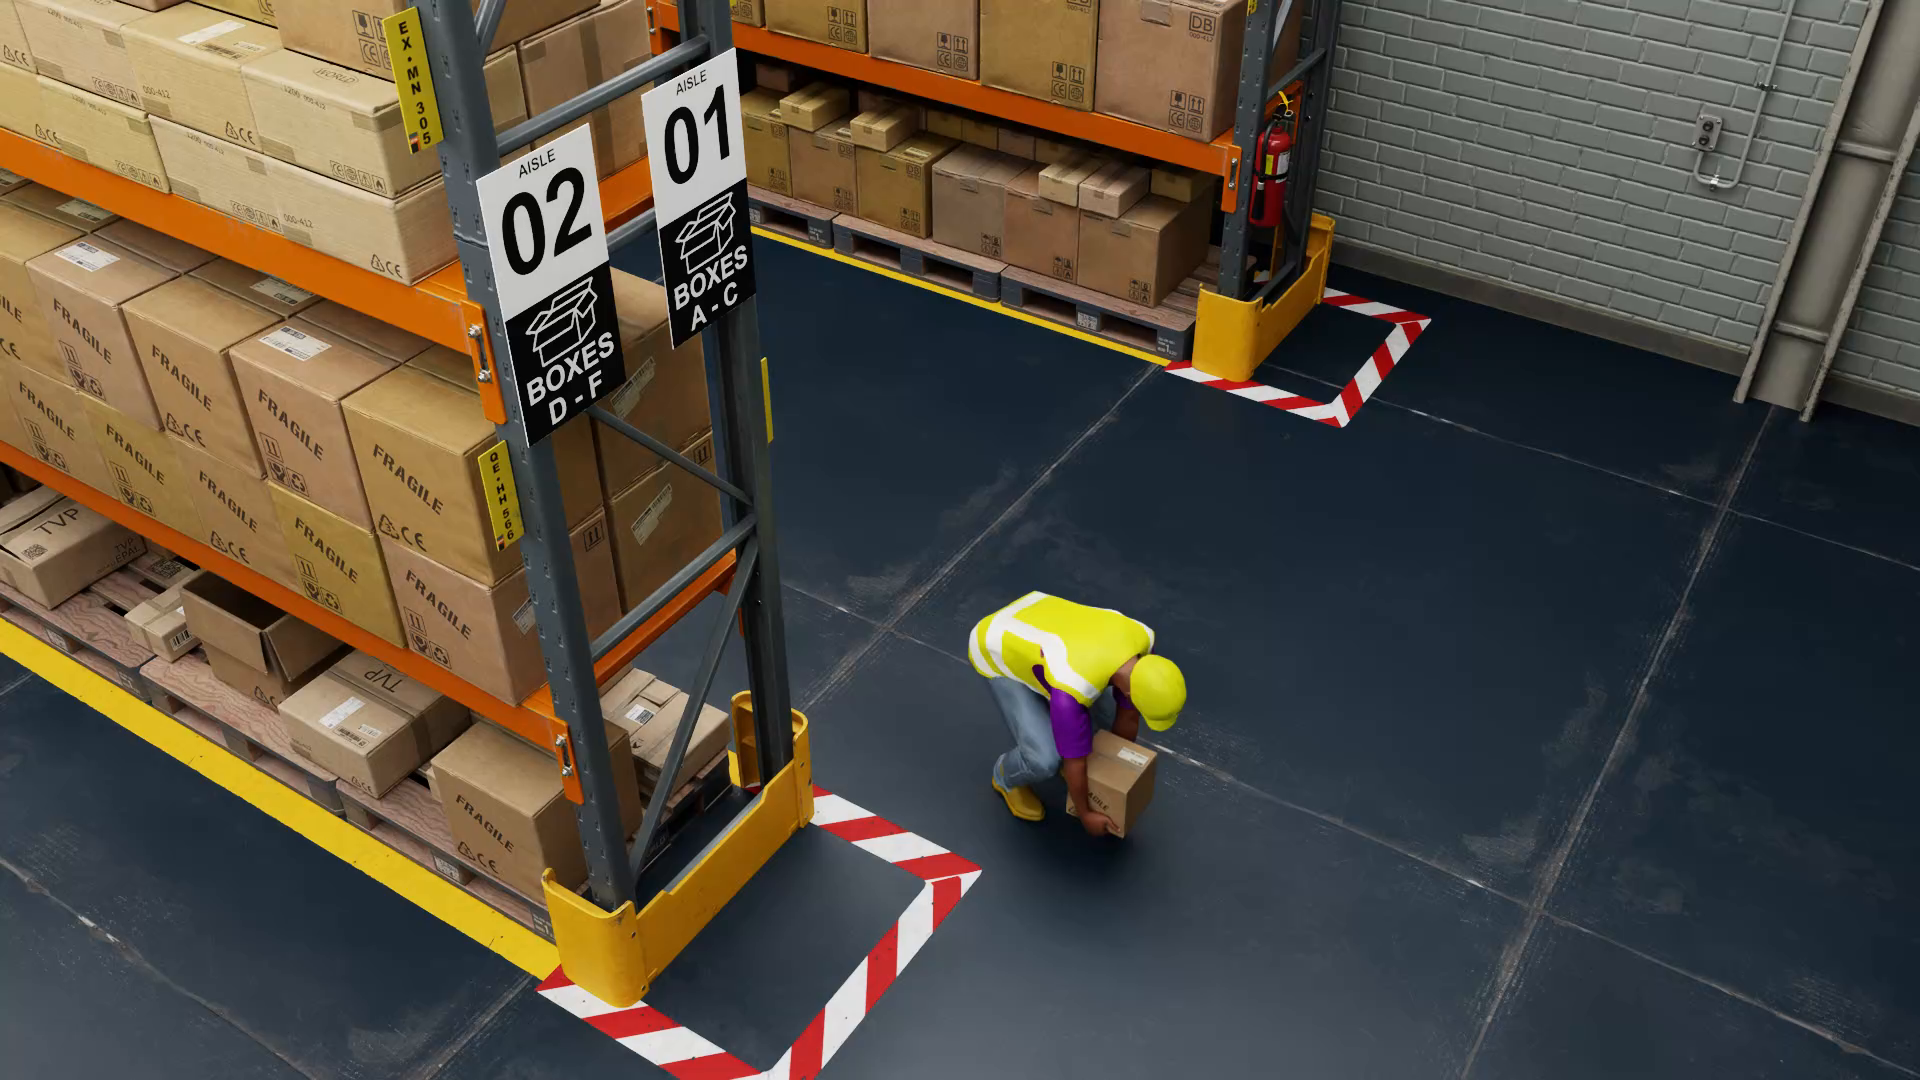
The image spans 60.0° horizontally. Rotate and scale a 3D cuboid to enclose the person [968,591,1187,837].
[{"bbox_3d":[0.460,0.672,6.408,0.539,1.025,0.951,-27,45,-30],"label":"person"}]
